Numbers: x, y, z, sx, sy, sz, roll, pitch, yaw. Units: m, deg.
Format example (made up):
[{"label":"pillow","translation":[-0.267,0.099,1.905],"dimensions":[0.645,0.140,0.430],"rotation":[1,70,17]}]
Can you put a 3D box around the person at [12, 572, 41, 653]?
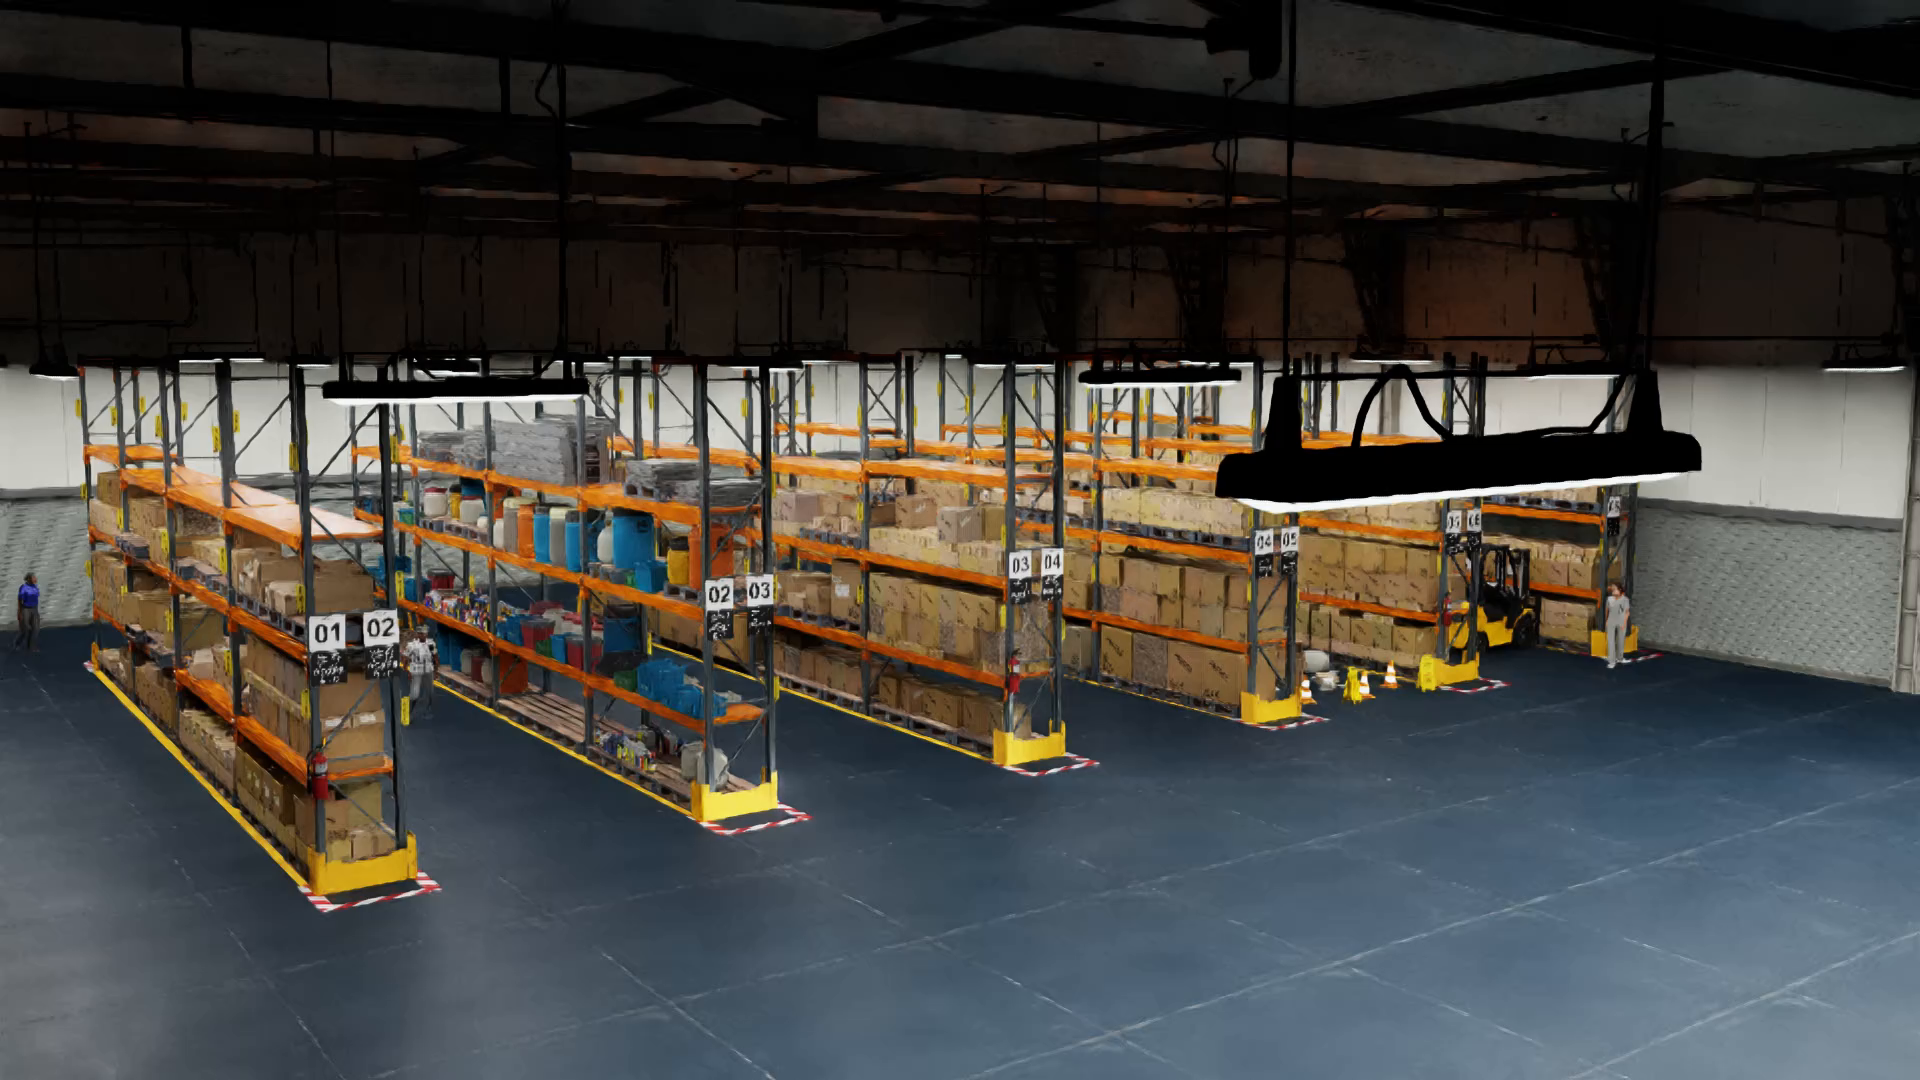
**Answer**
[{"label":"person","translation":[-18.879,1.461,33.580],"dimensions":[0.528,1.631,0.513],"rotation":[2,7,18]}]

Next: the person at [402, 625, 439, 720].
[{"label":"person","translation":[-8.952,2.189,27.628],"dimensions":[0.592,1.625,0.531],"rotation":[-5,9,-37]}]

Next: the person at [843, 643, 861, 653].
[{"label":"person","translation":[-1.994,1.567,32.226],"dimensions":[0.588,1.700,1.193],"rotation":[-5,9,-37]}]

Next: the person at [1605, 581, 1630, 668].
[{"label":"person","translation":[12.709,1.620,32.130],"dimensions":[0.486,1.664,0.700],"rotation":[3,8,25]}]
